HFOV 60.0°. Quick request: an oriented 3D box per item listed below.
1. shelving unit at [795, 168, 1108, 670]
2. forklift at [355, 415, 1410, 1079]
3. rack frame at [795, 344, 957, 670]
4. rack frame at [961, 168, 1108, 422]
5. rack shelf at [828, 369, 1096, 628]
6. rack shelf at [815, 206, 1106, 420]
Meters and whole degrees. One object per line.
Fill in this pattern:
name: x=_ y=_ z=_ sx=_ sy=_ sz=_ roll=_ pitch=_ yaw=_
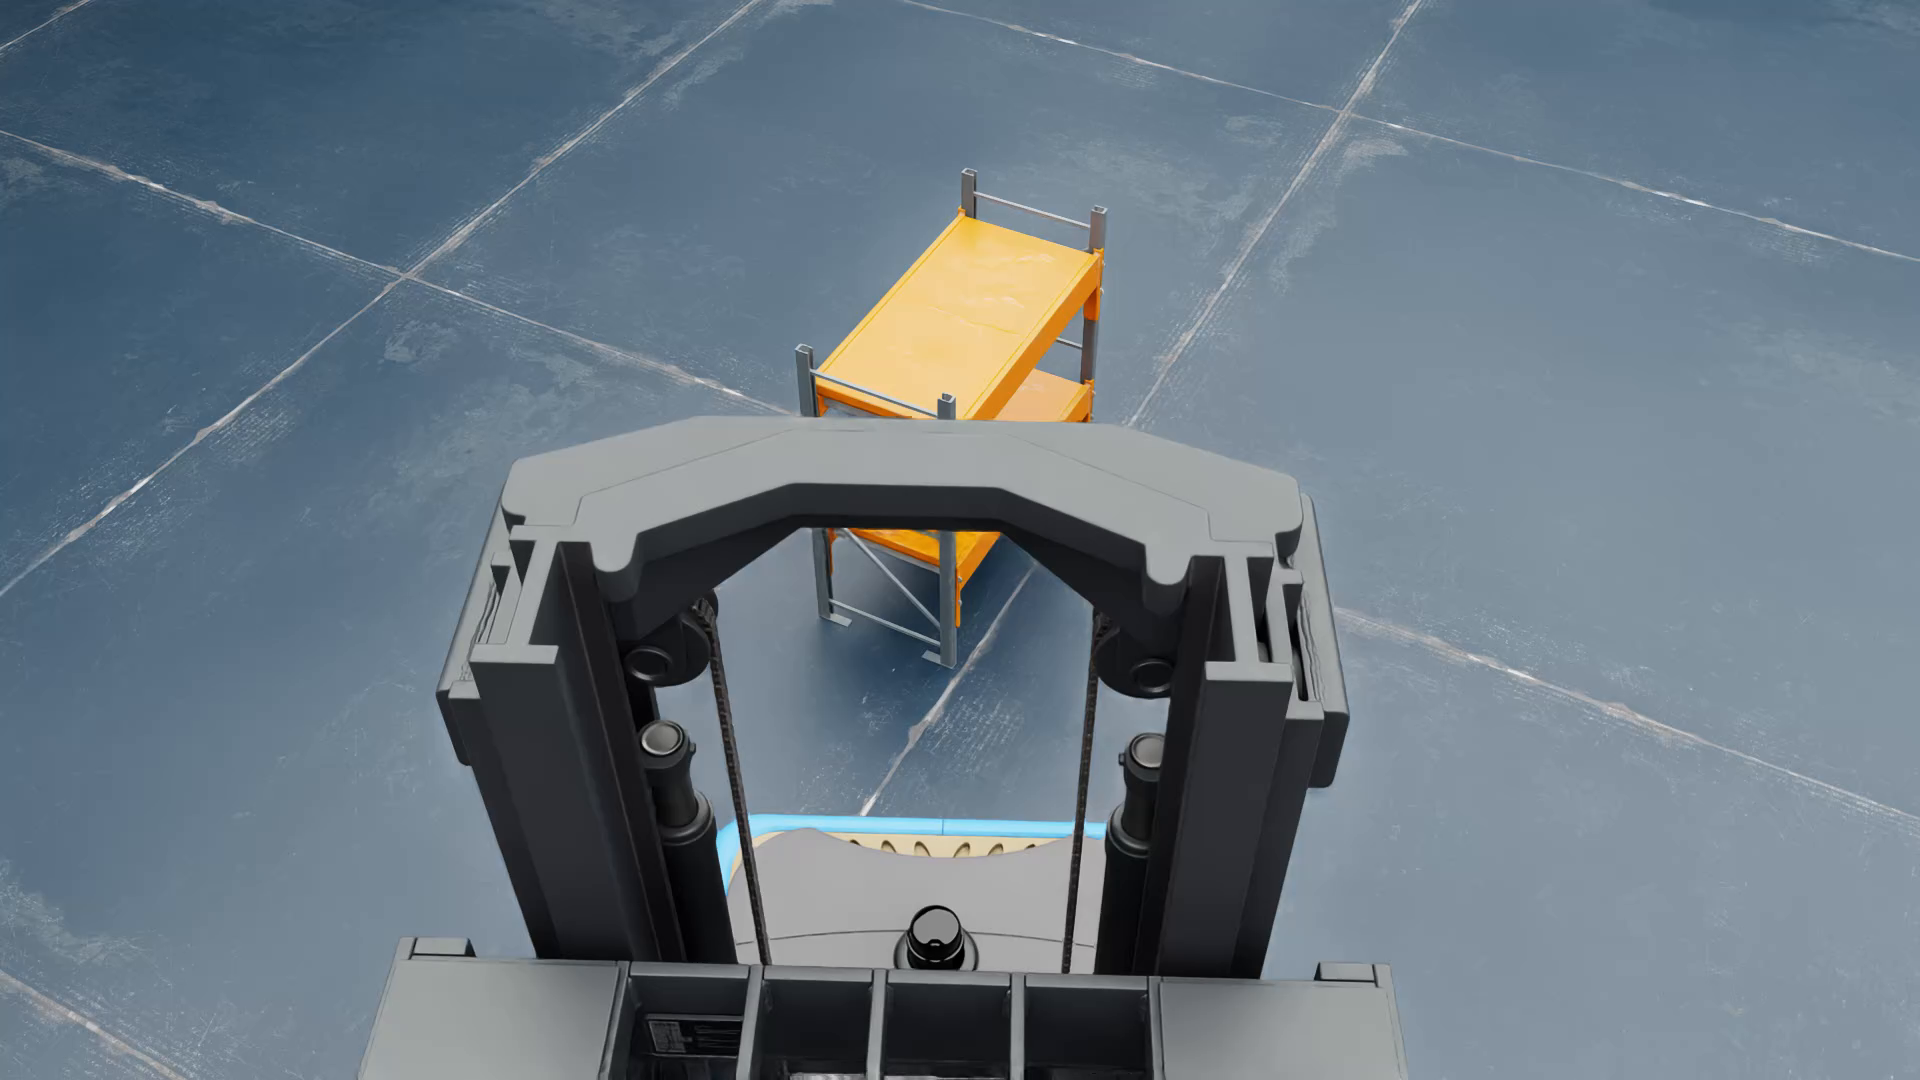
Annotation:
shelving unit: x=-0.003 y=-0.391 z=5.346 sx=0.538 sy=1.125 sz=1.048 roll=20 pitch=49 yaw=19
forklift: x=-0.084 y=1.385 z=2.320 sx=1.130 sy=2.935 sz=3.031 roll=1 pitch=45 yaw=1
rack frame: x=-0.239 y=-0.071 z=5.029 sx=0.500 sy=1.125 sz=0.032 roll=20 pitch=49 yaw=19
rack frame: x=0.233 y=-0.711 z=5.662 sx=0.500 sy=1.125 sz=0.032 roll=20 pitch=49 yaw=19
rack shelf: x=-0.003 y=-0.219 z=5.520 sx=0.538 sy=0.278 sz=1.000 roll=20 pitch=49 yaw=19
rack shelf: x=-0.003 y=-0.597 z=5.138 sx=0.538 sy=0.278 sz=1.000 roll=20 pitch=49 yaw=19
